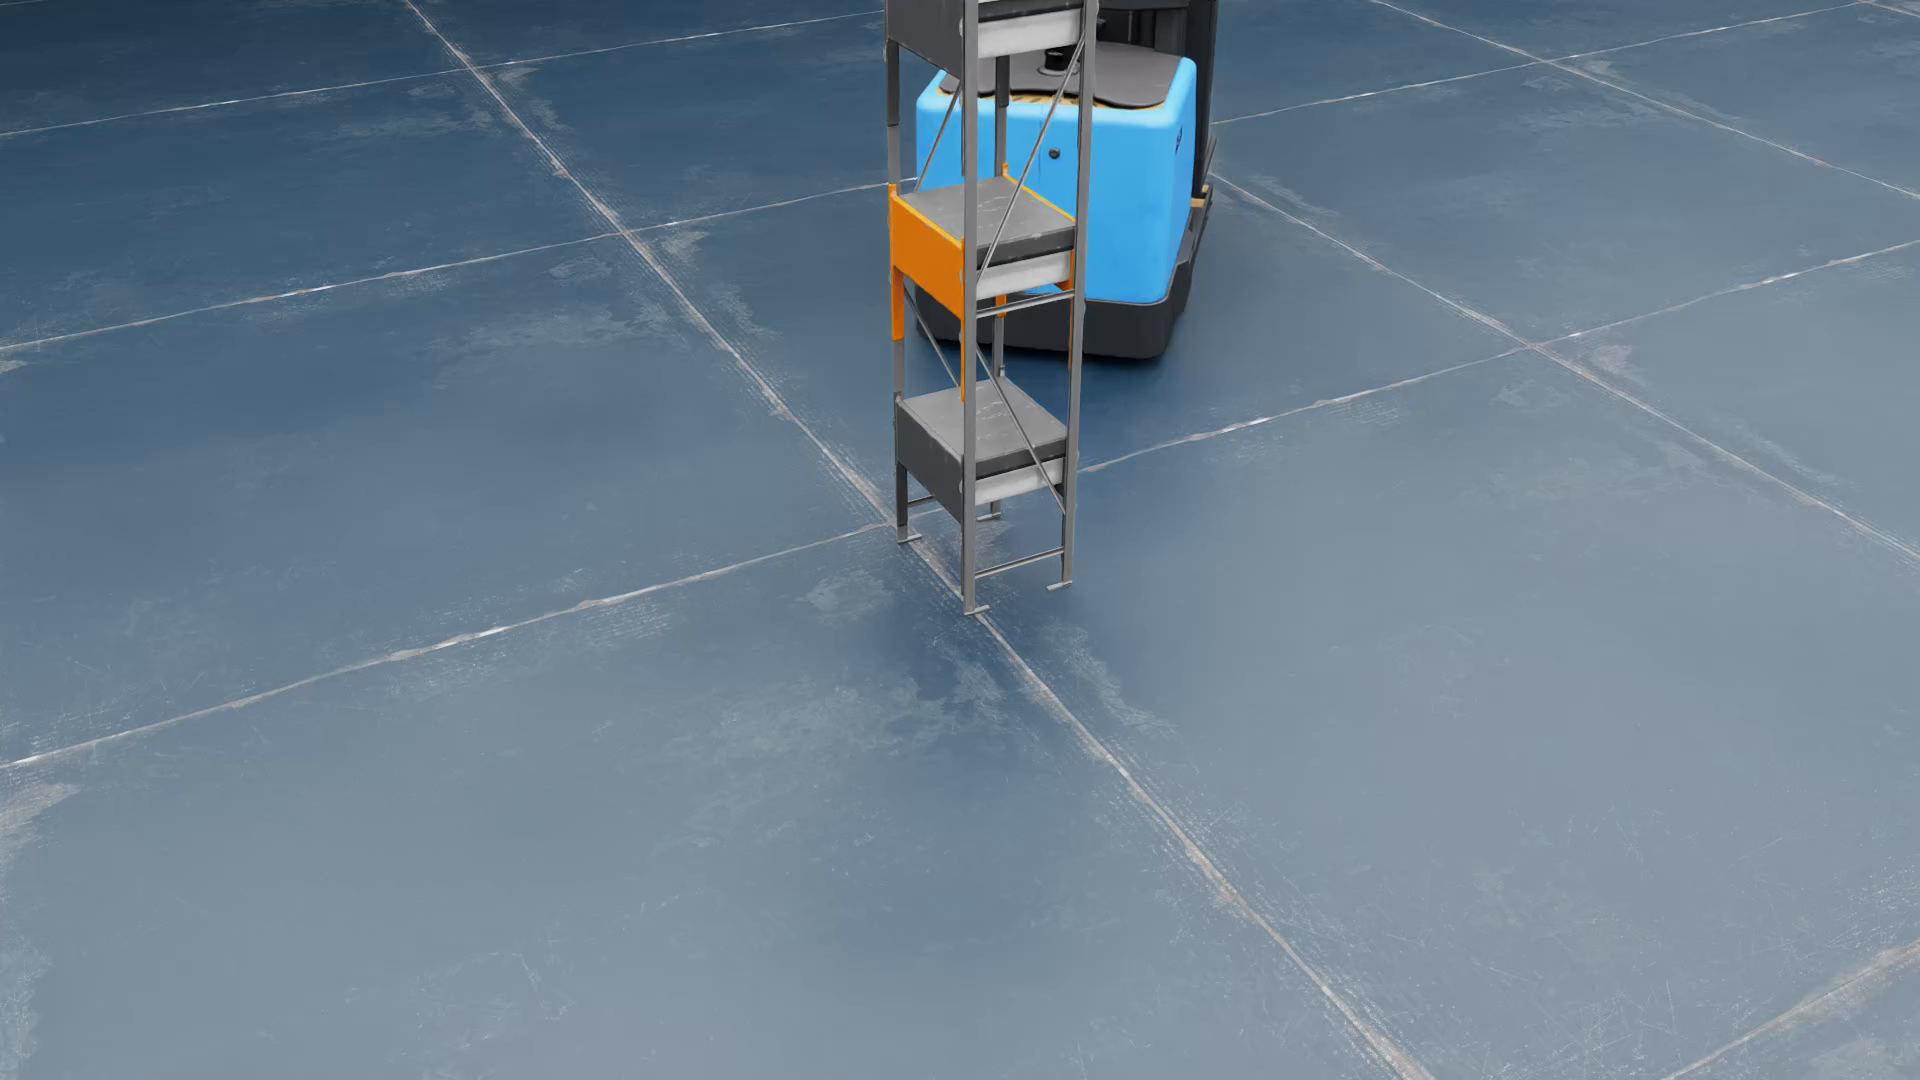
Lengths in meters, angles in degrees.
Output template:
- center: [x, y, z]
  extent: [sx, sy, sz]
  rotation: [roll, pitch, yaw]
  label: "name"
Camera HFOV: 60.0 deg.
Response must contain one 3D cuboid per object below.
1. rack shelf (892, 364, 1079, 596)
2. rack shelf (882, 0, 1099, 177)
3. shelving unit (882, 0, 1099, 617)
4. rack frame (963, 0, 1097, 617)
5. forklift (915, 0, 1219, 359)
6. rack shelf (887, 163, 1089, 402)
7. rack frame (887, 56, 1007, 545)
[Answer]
- center: [0.077, -0.204, 5.445]
  extent: [0.431, 0.518, 0.480]
  rotation: [-16, 36, -23]
  label: "rack shelf"
- center: [0.077, -1.383, 4.690]
  extent: [0.431, 0.518, 0.480]
  rotation: [-16, 36, -23]
  label: "rack shelf"
- center: [0.077, -0.805, 5.060]
  extent: [0.431, 2.100, 0.503]
  rotation: [-16, 36, -23]
  label: "shelving unit"
- center: [0.191, -0.689, 4.879]
  extent: [0.400, 2.100, 0.015]
  rotation: [-16, 36, -23]
  label: "rack frame"
- center: [0.638, -2.759, 7.339]
  extent: [1.130, 2.935, 3.031]
  rotation: [7, 33, 11]
  label: "forklift"
- center: [0.077, -0.794, 5.068]
  extent: [0.431, 0.518, 0.480]
  rotation: [-16, 36, -23]
  label: "rack shelf"
- center: [-0.037, -0.922, 5.242]
  extent: [0.400, 2.100, 0.015]
  rotation: [-16, 36, -23]
  label: "rack frame"
